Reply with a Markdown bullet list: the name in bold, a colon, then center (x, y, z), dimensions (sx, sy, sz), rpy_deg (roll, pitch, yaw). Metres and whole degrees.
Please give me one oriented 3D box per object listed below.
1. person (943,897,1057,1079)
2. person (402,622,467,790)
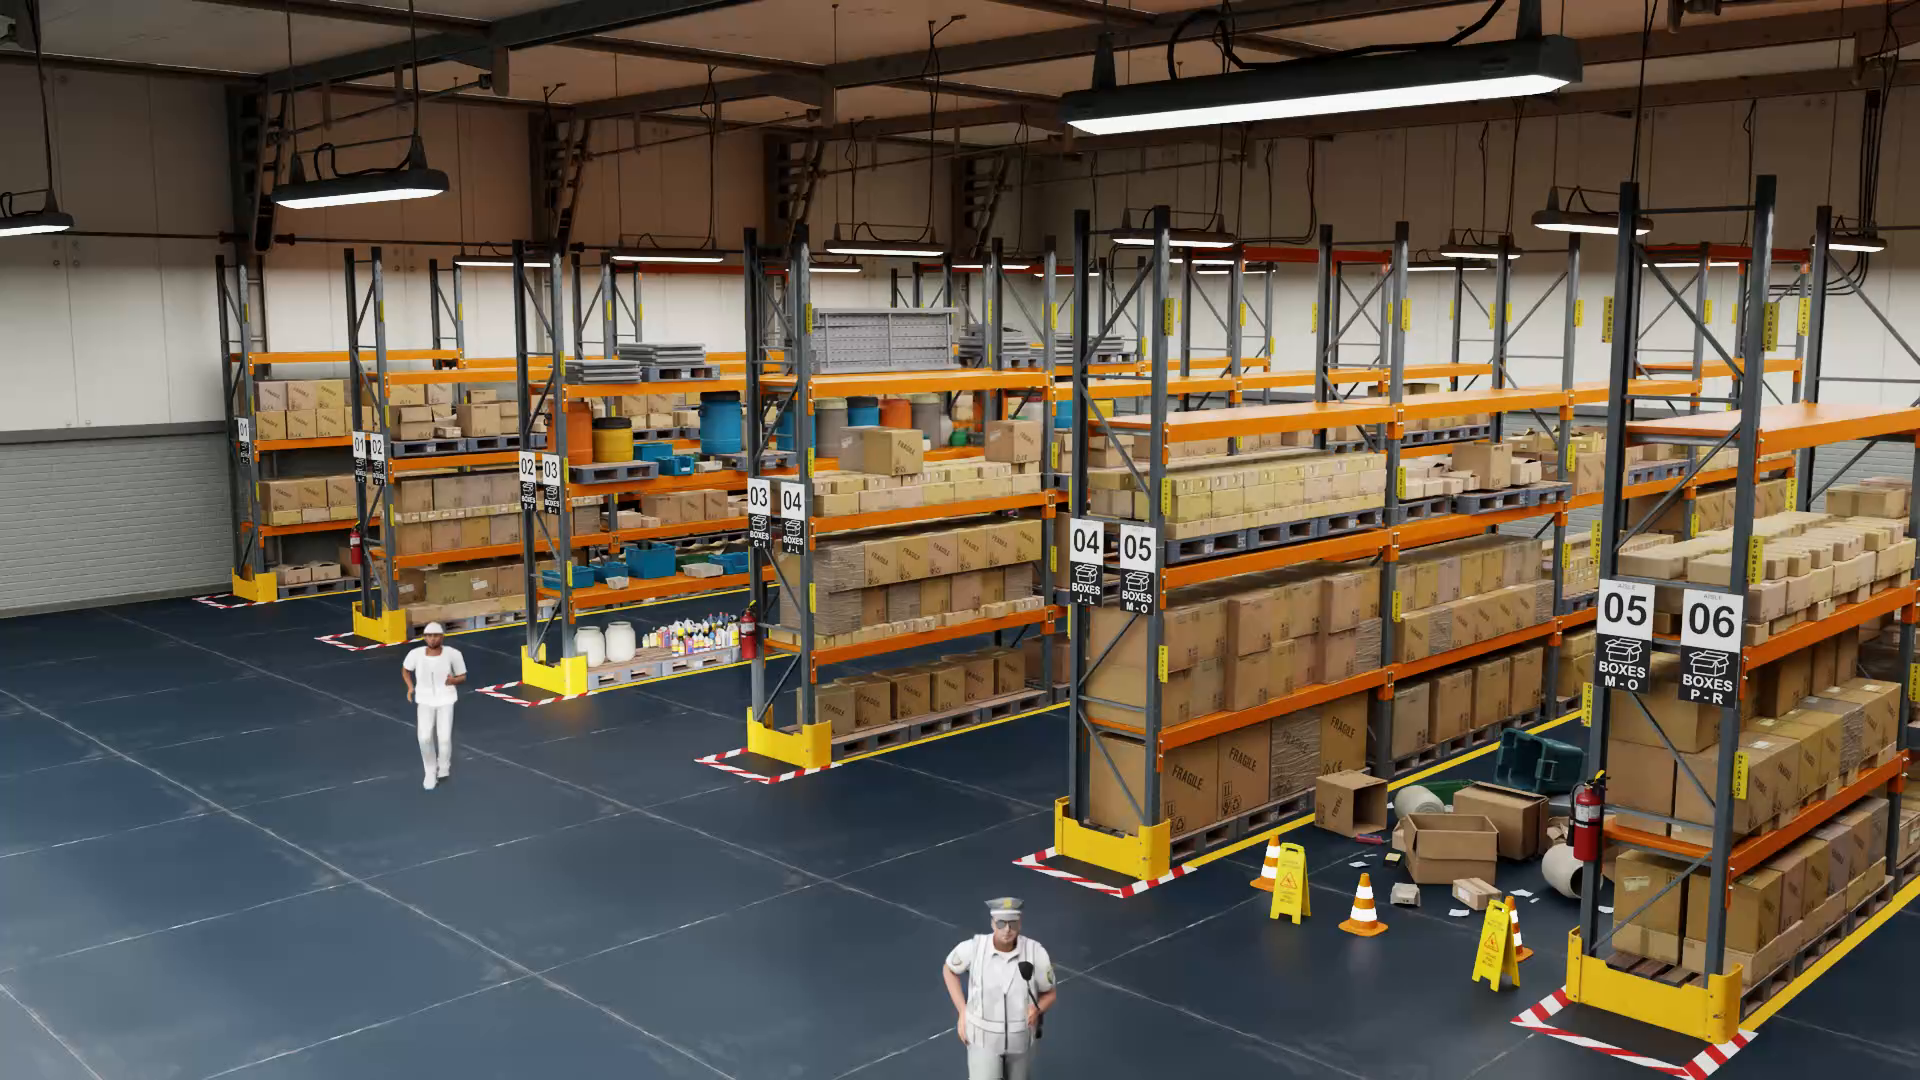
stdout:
- **person**: center (0.248, 2.952, 9.700), dimensions (0.635, 1.834, 0.767), rpy_deg (-1, 8, -8)
- **person**: center (-5.638, 1.782, 17.867), dimensions (0.675, 1.804, 0.690), rpy_deg (-2, 8, -15)
